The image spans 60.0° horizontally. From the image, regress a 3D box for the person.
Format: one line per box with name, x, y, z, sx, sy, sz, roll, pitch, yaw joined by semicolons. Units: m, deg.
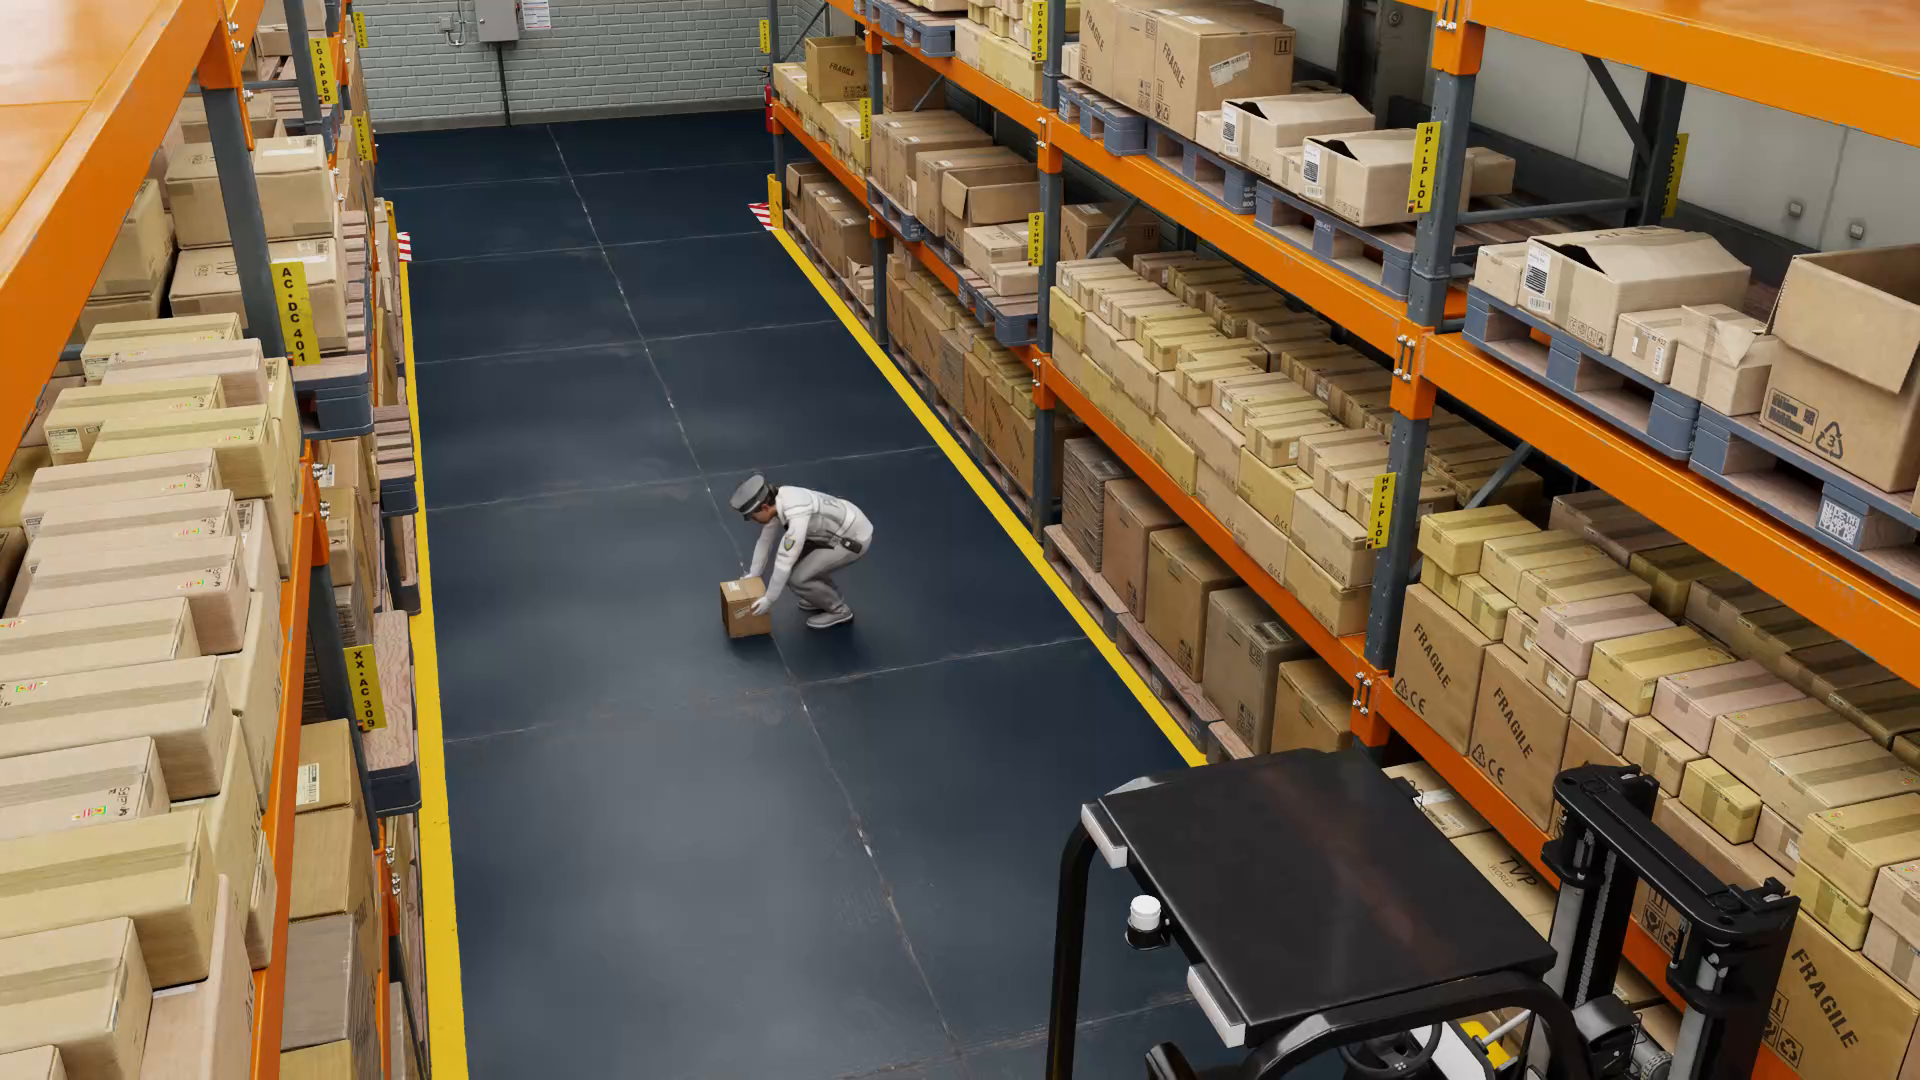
person;-0.927;0.040;9.804;0.845;0.984;0.494;-8;28;-16
